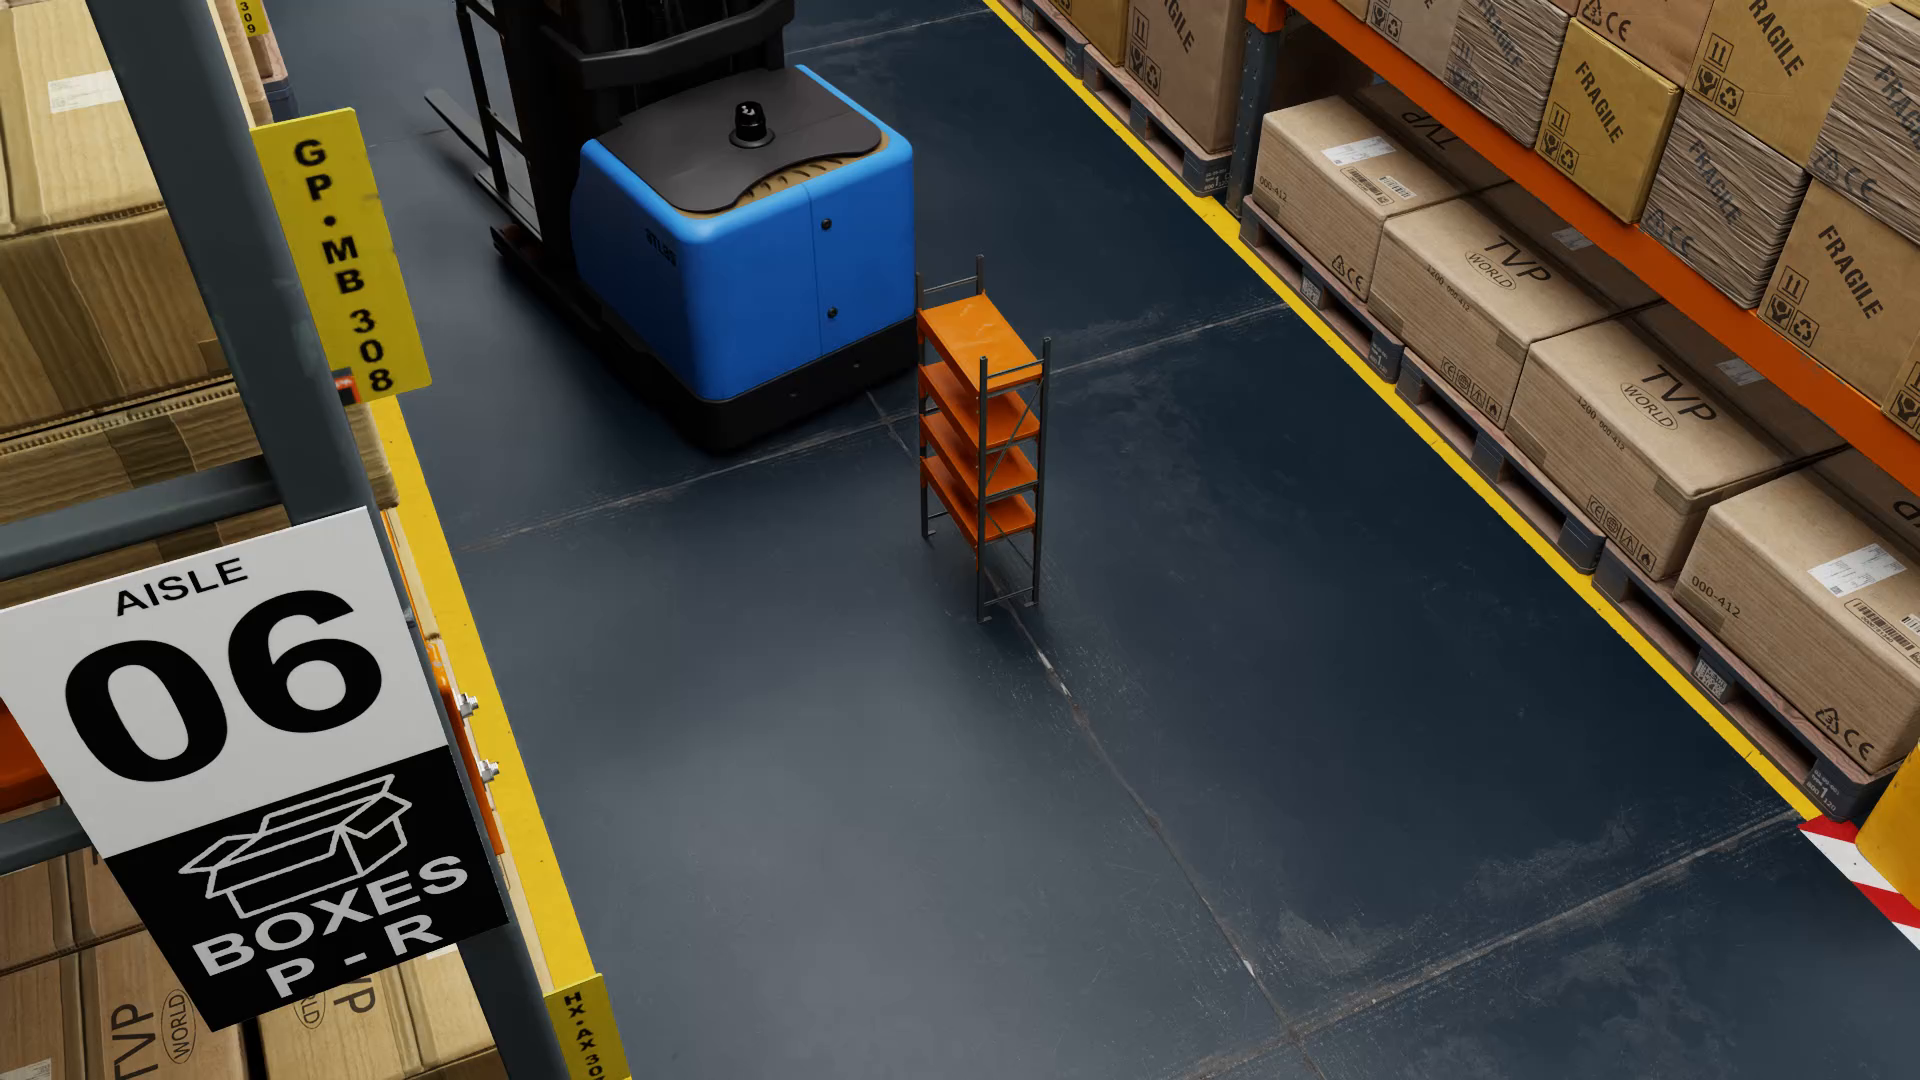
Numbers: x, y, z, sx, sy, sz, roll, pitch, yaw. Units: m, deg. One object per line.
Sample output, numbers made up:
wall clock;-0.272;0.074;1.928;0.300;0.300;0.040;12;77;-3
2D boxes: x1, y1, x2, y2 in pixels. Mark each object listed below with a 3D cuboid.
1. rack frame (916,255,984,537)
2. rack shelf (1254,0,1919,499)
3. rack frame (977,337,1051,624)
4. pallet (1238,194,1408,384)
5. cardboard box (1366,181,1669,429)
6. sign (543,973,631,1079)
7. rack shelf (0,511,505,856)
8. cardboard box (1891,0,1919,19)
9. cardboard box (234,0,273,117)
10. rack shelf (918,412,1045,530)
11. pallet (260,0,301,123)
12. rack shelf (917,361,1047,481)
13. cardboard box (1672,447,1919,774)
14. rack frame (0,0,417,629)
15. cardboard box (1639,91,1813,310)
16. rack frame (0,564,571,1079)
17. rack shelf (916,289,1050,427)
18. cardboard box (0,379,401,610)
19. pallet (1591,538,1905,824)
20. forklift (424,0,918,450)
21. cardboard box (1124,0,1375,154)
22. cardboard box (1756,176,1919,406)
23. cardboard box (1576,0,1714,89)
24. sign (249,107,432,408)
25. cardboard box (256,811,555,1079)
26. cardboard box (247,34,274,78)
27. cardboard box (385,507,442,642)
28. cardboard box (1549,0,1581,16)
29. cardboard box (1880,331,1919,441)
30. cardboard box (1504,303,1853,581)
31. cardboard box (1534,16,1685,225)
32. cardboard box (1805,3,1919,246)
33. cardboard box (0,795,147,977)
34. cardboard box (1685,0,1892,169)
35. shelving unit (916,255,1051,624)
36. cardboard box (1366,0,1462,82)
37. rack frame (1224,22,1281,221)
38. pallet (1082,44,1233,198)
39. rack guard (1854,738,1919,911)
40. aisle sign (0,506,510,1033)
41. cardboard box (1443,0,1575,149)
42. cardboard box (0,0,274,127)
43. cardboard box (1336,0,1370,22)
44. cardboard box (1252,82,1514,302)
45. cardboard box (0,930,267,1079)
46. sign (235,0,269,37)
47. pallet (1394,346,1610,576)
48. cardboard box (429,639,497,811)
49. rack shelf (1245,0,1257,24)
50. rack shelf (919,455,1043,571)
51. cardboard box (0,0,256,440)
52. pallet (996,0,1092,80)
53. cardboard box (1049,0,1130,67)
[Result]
rack frame;-0.033;-0.477;5.879;0.240;1.200;0.015;-18;47;-17
rack shelf;2.567;-1.214;5.857;1.077;0.370;4.000;-18;47;-17
rack frame;0.172;-0.166;5.564;0.240;1.200;0.015;-18;47;-17
pallet;1.974;-1.244;7.361;1.003;0.211;1.213;-18;47;-17
cardboard box;2.269;-0.980;6.633;0.875;0.438;0.875;-19;48;-19
sign;-0.602;0.804;2.683;0.100;0.325;0.005;-18;47;-17
rack shelf;-1.935;-0.814;3.315;1.077;0.370;4.000;-18;47;-17
cardboard box;2.693;-1.455;4.344;0.380;0.149;0.250;-17;47;-17
cardboard box;-1.469;-0.859;2.744;0.500;0.250;0.500;-19;48;-19
rack shelf;0.070;-0.274;5.769;0.258;0.148;0.480;-18;47;-17
pallet;-3.013;-1.750;6.024;1.003;0.211;1.213;-18;47;-17
rack shelf;0.070;-0.433;5.612;0.258;0.148;0.480;-18;47;-17
cardboard box;3.039;0.176;5.461;0.875;0.438;0.875;-20;48;-19
rack frame;-1.094;-0.863;0.717;1.000;3.000;0.127;-18;47;-17
cardboard box;2.542;-1.110;5.168;0.500;0.500;0.500;-17;47;-16
rack frame;-1.094;1.273;2.825;1.000;3.000;0.127;-18;47;-17
rack shelf;0.070;-0.601;5.446;0.258;0.148;0.480;-18;47;-17
cardboard box;-1.033;-0.211;2.088;0.500;0.250;0.500;-19;48;-18
pallet;3.000;0.311;5.785;1.003;0.211;1.213;-18;47;-17
forklift;-1.452;-2.383;6.579;1.130;2.935;3.031;-28;51;-26
cardboard box;1.392;-2.509;7.871;0.875;0.875;0.875;-17;47;-16
cardboard box;2.767;-0.785;4.838;0.500;0.500;0.500;-19;48;-18
cardboard box;2.328;-1.786;5.141;0.500;0.500;0.500;-18;47;-18
sign;-0.602;-0.267;1.627;0.100;0.325;0.005;-18;47;-17
cardboard box;-1.041;0.851;3.146;0.500;0.250;0.500;-18;47;-17
cardboard box;-2.777;-1.836;5.605;0.700;0.500;0.500;-17;47;-16
cardboard box;-1.469;0.208;3.798;0.500;0.250;0.500;-19;48;-18
cardboard box;2.118;-2.108;5.467;0.500;0.500;0.500;-17;47;-17
cardboard box;2.965;-0.460;4.510;0.500;0.500;0.500;-18;47;-17
cardboard box;2.647;-0.405;6.050;0.875;0.438;0.875;-17;47;-16
cardboard box;2.313;-1.435;5.497;0.500;0.500;0.500;-17;47;-16
cardboard box;2.742;-1.148;4.495;0.500;0.500;0.500;-18;47;-17
cardboard box;-1.744;0.676;3.324;0.500;0.250;0.500;-18;47;-17
cardboard box;2.537;-1.465;4.816;0.500;0.500;0.500;-18;47;-18
shelving unit;0.070;-0.322;5.722;0.258;1.200;0.503;-18;47;-17
cardboard box;1.893;-2.082;6.153;0.500;0.500;0.500;-18;47;-17
rack frame;1.726;-2.745;6.896;1.000;3.000;0.127;-18;47;-17
pallet;1.333;-2.221;8.351;1.003;0.211;1.213;-18;47;-17
rack guard;3.418;0.709;5.175;1.175;0.500;0.348;-18;47;-17
aisle sign;-0.799;0.304;1.955;0.394;0.787;0.004;-18;47;-17
cardboard box;2.097;-1.763;5.830;0.500;0.500;0.500;-18;47;-17
cardboard box;-1.250;-0.712;2.239;0.500;0.250;0.500;-18;47;-18
cardboard box;1.685;-2.404;6.479;0.500;0.500;0.500;-17;47;-16
cardboard box;1.892;-1.550;7.211;0.875;0.438;0.875;-19;48;-18
cardboard box;-1.529;1.005;2.990;0.500;0.250;0.500;-17;47;-16
sign;-2.287;-1.750;5.271;0.100;0.325;0.005;-18;47;-17
pallet;2.491;-0.466;6.572;1.003;0.211;1.213;-18;47;-17
cardboard box;-1.253;0.530;3.472;0.500;0.250;0.500;-18;47;-17
rack shelf;0.885;-3.763;8.440;1.077;0.370;4.000;-18;47;-17
rack shelf;0.070;-0.132;5.908;0.258;0.148;0.480;-18;47;-17
cardboard box;-1.053;-0.382;1.905;0.500;0.250;0.500;-19;48;-18
pallet;0.816;-3.000;9.140;1.003;0.211;1.213;-18;47;-17
cardboard box;1.006;-3.083;8.452;0.875;0.875;0.875;-17;47;-16
